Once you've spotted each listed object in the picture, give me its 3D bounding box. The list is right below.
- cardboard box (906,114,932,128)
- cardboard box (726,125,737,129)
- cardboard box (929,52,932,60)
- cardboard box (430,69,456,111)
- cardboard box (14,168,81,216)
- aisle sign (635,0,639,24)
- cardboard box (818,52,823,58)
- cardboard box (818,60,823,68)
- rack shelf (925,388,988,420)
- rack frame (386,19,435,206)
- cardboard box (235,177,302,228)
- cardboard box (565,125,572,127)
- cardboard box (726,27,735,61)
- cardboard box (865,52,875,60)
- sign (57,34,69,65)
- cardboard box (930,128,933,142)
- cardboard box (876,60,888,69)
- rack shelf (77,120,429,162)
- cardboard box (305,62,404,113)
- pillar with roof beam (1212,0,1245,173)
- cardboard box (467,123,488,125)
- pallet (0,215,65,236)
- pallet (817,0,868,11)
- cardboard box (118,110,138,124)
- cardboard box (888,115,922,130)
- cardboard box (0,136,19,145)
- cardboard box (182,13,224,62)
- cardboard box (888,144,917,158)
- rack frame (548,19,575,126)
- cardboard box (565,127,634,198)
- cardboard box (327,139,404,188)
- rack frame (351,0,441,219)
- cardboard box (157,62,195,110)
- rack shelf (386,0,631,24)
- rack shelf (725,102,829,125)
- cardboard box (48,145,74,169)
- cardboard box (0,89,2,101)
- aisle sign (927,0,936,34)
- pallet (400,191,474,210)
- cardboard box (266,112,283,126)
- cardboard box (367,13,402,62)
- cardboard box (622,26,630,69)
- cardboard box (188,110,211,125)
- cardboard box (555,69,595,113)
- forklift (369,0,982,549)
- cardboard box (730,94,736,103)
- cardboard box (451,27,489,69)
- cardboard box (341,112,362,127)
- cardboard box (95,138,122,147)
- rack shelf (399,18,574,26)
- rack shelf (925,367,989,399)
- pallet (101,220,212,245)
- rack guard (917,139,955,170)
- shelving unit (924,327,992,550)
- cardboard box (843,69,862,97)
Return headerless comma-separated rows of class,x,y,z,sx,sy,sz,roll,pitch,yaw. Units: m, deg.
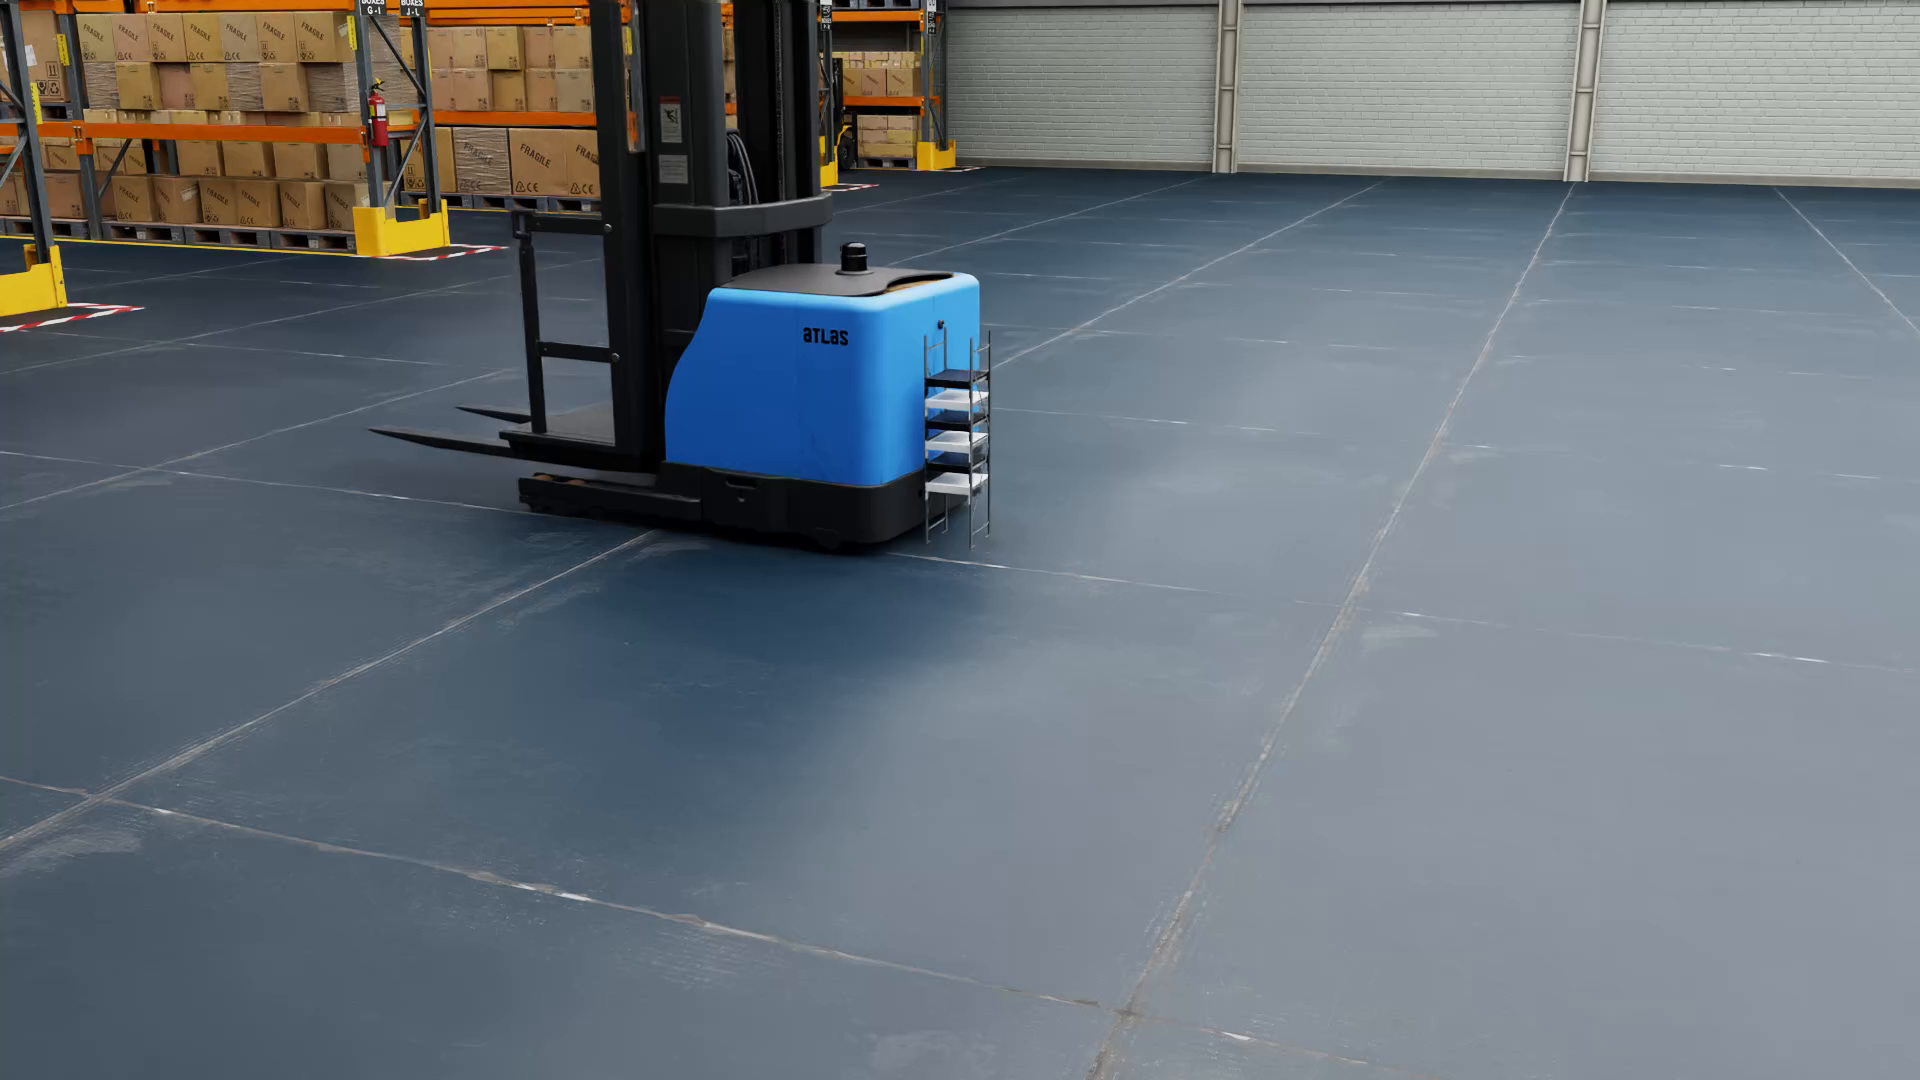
cardboard box,-0.844,-7.877,31.311,0.500,0.250,0.500,6,17,20
cardboard box,-3.612,-6.438,26.802,0.500,0.500,0.500,7,18,23
cardboard box,-0.700,-9.009,30.950,0.250,0.149,0.380,6,17,20
cardboard box,-6.860,-6.231,22.989,0.550,0.550,0.875,6,17,21
cardboard box,-10.641,-4.101,19.615,0.500,0.500,0.700,6,17,20
aisle sign,-4.051,-6.999,21.238,0.004,0.787,0.394,6,17,21
cardboard box,-2.534,-9.087,31.218,0.250,0.149,0.380,6,17,21
cardboard box,-2.556,-8.922,31.182,0.250,0.149,0.380,6,17,19
rack shelf,-0.008,-0.574,7.010,0.200,0.077,0.258,6,17,21
rack frame,-7.727,-6.244,23.303,0.127,3.000,1.000,6,17,21
cardboard box,-7.639,-3.750,18.440,0.500,0.500,0.500,8,18,26
cardboard box,-8.198,-8.353,34.295,0.500,0.500,0.500,7,18,23
cardboard box,-3.308,-7.850,26.326,0.500,0.500,0.700,6,17,21
cardboard box,-1.575,-8.983,30.860,0.250,0.149,0.380,6,17,21
sign,-9.842,-5.380,18.249,0.005,0.325,0.100,6,17,21
cardboard box,-0.828,-7.640,31.393,0.500,0.250,0.500,7,17,22
cardboard box,-1.359,-8.800,30.764,0.250,0.149,0.380,7,17,22
rack shelf,-7.781,-4.418,18.303,4.000,0.370,1.077,6,17,21
cardboard box,-6.422,-4.813,17.661,0.500,0.500,0.875,6,17,21
pillar with roof beam,3.219,-9.873,25.041,0.400,9.000,9.100,6,17,21
cardboard box,-9.820,-8.379,34.387,0.500,0.500,0.500,6,17,19
pallet,-11.505,-3.833,19.998,1.213,0.211,1.003,6,17,21
pallet,-2.253,-10.019,31.082,1.213,0.211,1.003,6,17,21
cardboard box,-9.081,-4.700,18.435,0.250,0.149,0.380,6,17,21
cardboard box,-1.009,-7.745,30.856,0.500,0.250,0.500,7,18,22
cardboard box,-14.579,-6.280,25.811,0.500,0.250,0.500,5,17,18
cardboard box,-7.916,-5.377,17.809,0.500,0.500,0.500,6,17,21
cardboard box,-1.019,-7.264,30.995,0.500,0.250,0.500,6,17,21
rack frame,-7.908,-9.235,33.606,0.127,3.000,1.000,6,17,21
cardboard box,-4.662,-5.069,22.311,0.875,0.875,0.875,6,17,21
cardboard box,-8.338,-5.406,23.696,0.750,0.750,1.050,6,17,20
rack frame,-5.920,-4.559,17.498,0.127,3.000,1.000,6,17,21
cardboard box,-8.291,-5.012,18.344,0.500,0.500,0.875,6,17,21
rack shelf,-5.867,-7.135,22.280,4.000,0.370,1.077,6,17,21
rack shelf,-4.145,-6.988,27.156,4.000,0.370,1.077,6,17,21
cardboard box,-13.594,-5.816,25.557,0.500,0.500,0.500,7,17,22
cardboard box,-11.288,-5.373,19.363,0.637,0.503,0.797,8,18,26
aisle sign,-0.513,-9.583,30.139,0.004,0.787,0.394,6,17,21
pallet,-7.049,-4.807,23.354,1.213,0.211,1.003,6,17,21
cardboard box,-7.189,-4.518,17.807,0.250,0.149,0.380,6,17,21
cardboard box,-6.332,-5.357,17.740,0.500,0.500,0.500,6,17,21
cardboard box,-4.337,-6.474,21.887,0.550,0.550,0.875,6,17,21
cardboard box,-8.151,-4.598,18.081,0.250,0.149,0.380,6,17,21
cardboard box,-4.888,-5.984,22.137,0.550,0.550,0.875,6,17,21
forklift,-1.448,-1.636,7.553,3.031,2.935,1.130,8,18,26
cardboard box,-3.468,-7.039,26.490,0.250,0.149,0.380,7,17,22
cardboard box,-6.391,-6.671,22.568,0.550,0.550,0.875,6,17,21
cardboard box,-6.261,-4.414,17.449,0.250,0.149,0.380,6,17,21
cardboard box,-12.655,-6.066,25.073,0.500,0.250,0.500,7,17,21
rack shelf,-9.769,-10.535,33.993,4.000,0.370,1.077,6,17,21
rack shelf,-0.008,-0.660,6.985,0.200,0.077,0.258,6,17,21
pallet,-9.004,-3.570,19.091,1.213,0.211,1.003,6,17,21
rack guard,-0.444,-7.214,31.127,0.348,0.500,1.175,6,17,21
shelving unit,-0.008,-0.433,7.051,0.210,0.900,0.258,6,17,21
cardboard box,-1.977,-8.555,31.083,0.500,0.500,0.500,6,17,20
